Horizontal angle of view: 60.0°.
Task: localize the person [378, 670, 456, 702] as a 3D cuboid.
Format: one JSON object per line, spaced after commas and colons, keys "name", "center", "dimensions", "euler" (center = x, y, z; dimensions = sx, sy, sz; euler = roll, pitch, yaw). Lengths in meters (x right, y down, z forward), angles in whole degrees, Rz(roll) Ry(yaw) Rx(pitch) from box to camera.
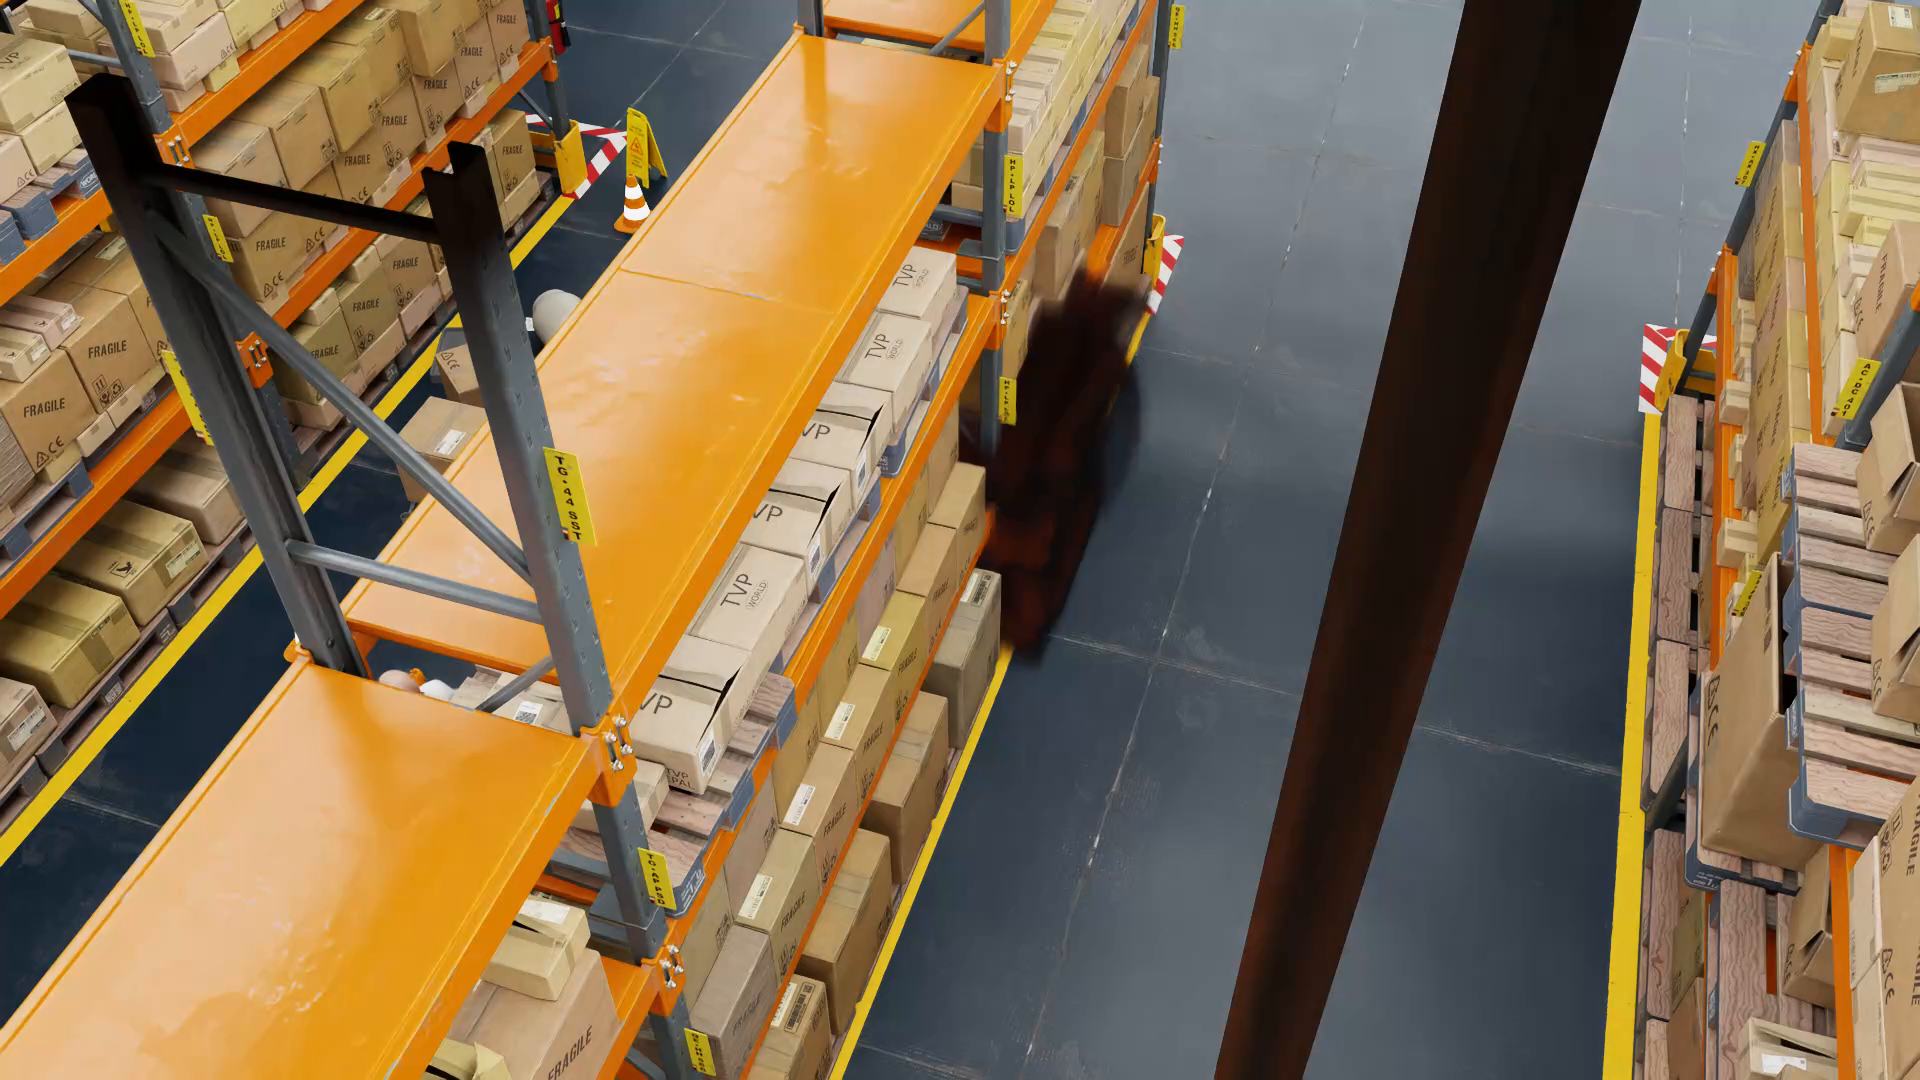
{"name": "person", "center": [-2.578, 1.316, 8.328], "dimensions": [0.406, 1.584, 0.678], "euler": [35, 55, 29]}
